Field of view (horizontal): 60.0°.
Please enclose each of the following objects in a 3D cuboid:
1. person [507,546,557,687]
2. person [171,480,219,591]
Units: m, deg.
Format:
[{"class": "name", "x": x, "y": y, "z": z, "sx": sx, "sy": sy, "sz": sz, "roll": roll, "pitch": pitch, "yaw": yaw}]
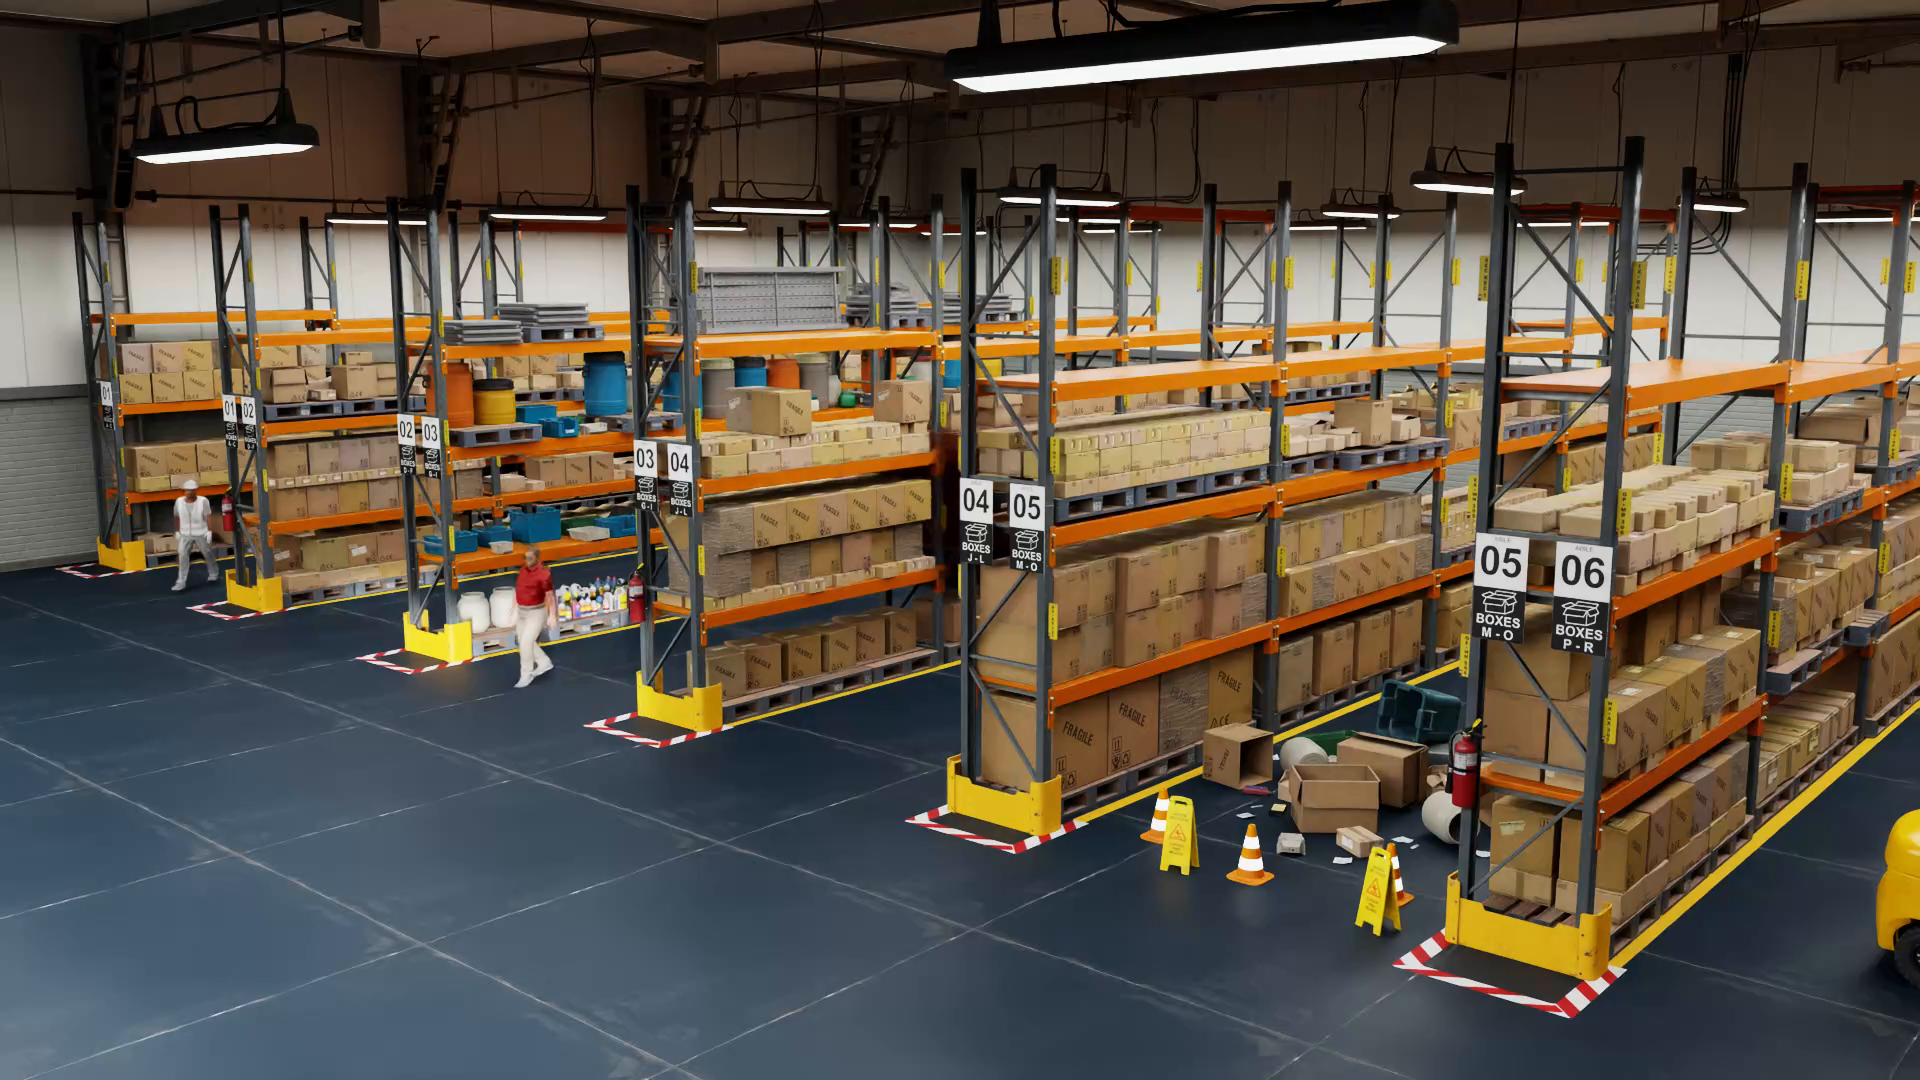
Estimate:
[{"class": "person", "x": -5.294, "y": 0.946, "z": 20.627, "sx": 0.616, "sy": 1.757, "sz": 0.683, "roll": 7, "pitch": 12, "yaw": 35}, {"class": "person", "x": -12.235, "y": -0.109, "z": 26.535, "sx": 0.642, "sy": 1.714, "sz": 1.110, "roll": 0, "pitch": 9, "yaw": -1}]
